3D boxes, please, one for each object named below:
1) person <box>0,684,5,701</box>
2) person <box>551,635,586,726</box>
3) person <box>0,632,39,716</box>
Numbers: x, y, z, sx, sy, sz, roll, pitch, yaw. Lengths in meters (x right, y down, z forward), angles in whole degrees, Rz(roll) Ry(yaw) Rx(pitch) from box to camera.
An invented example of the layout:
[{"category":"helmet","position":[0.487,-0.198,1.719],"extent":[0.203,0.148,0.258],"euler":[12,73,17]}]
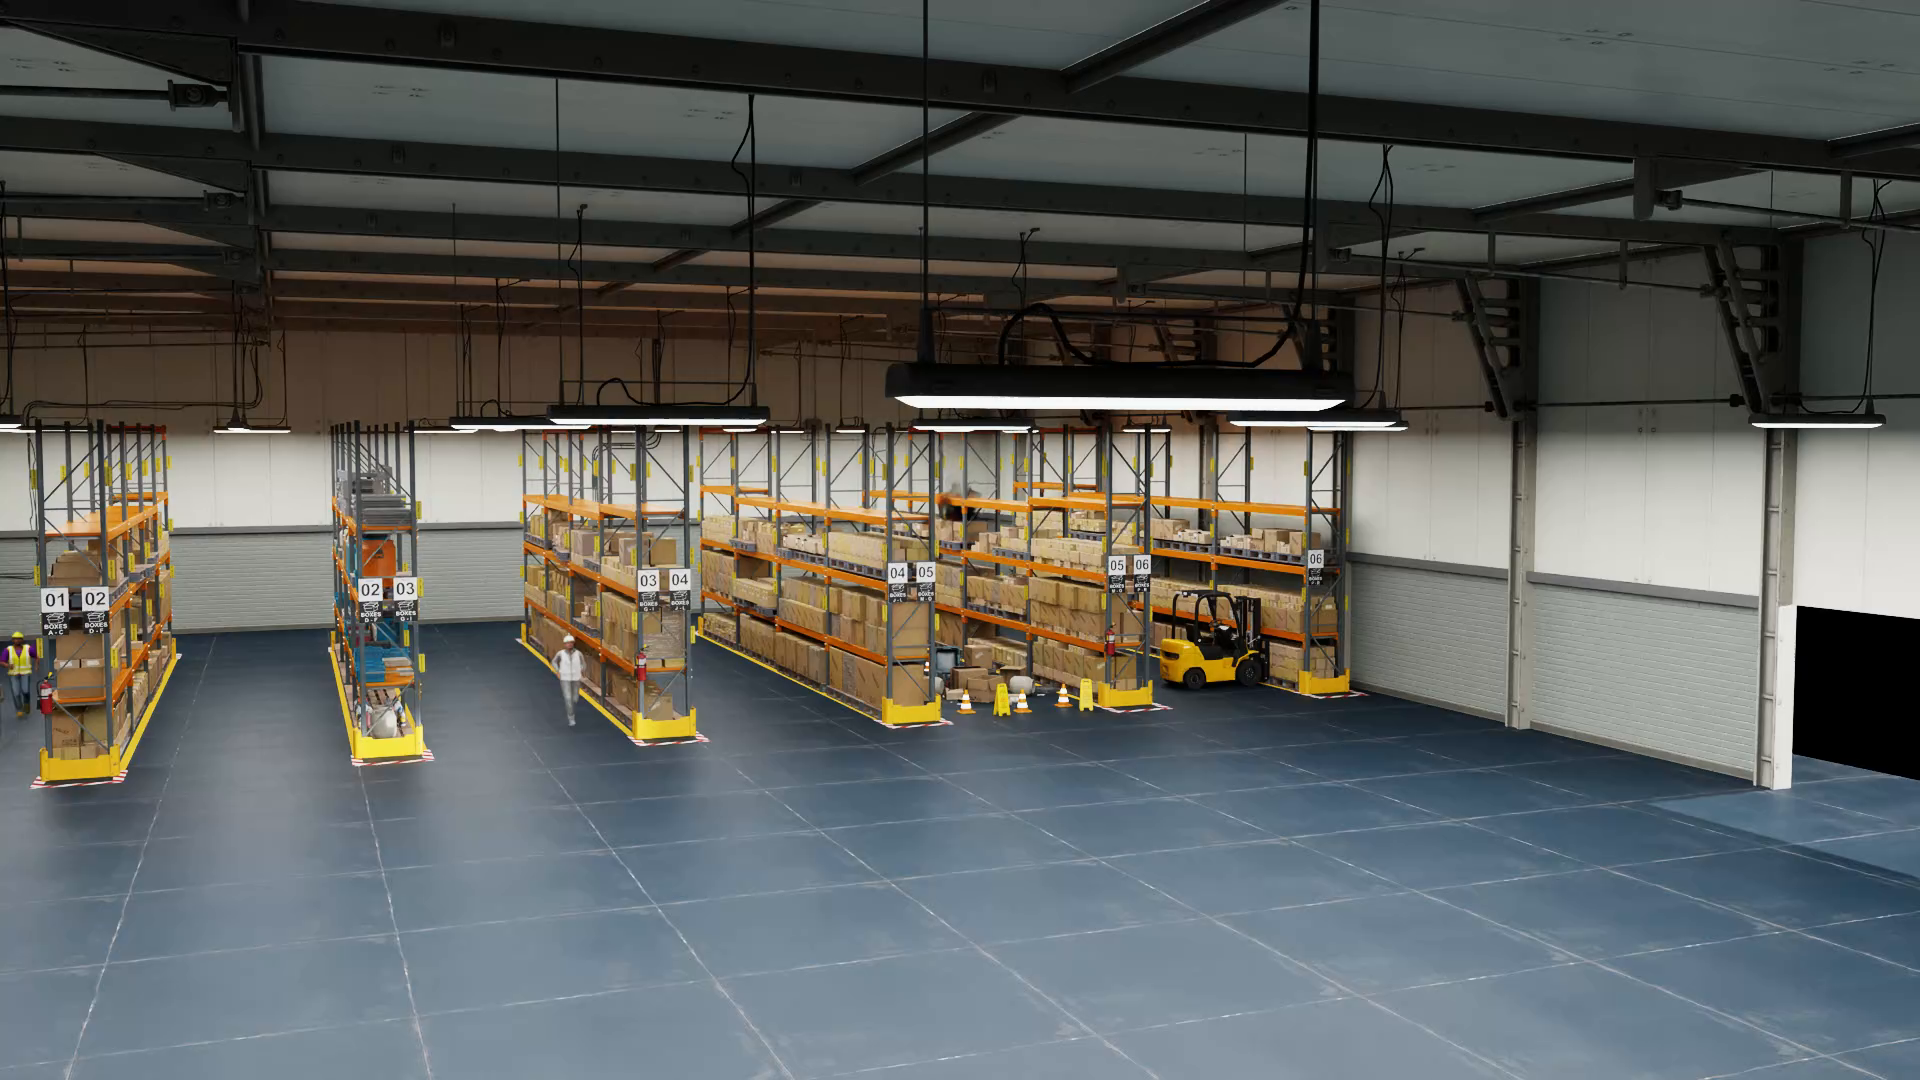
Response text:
[{"category":"person","position":[-17.260,3.081,29.558],"extent":[0.555,1.615,0.789],"euler":[-1,4,-21]},{"category":"person","position":[-7.788,2.784,33.171],"extent":[0.662,1.770,0.868],"euler":[-2,4,-25]},{"category":"person","position":[-19.106,2.734,33.797],"extent":[0.685,1.725,0.623],"euler":[-2,4,-26]}]
